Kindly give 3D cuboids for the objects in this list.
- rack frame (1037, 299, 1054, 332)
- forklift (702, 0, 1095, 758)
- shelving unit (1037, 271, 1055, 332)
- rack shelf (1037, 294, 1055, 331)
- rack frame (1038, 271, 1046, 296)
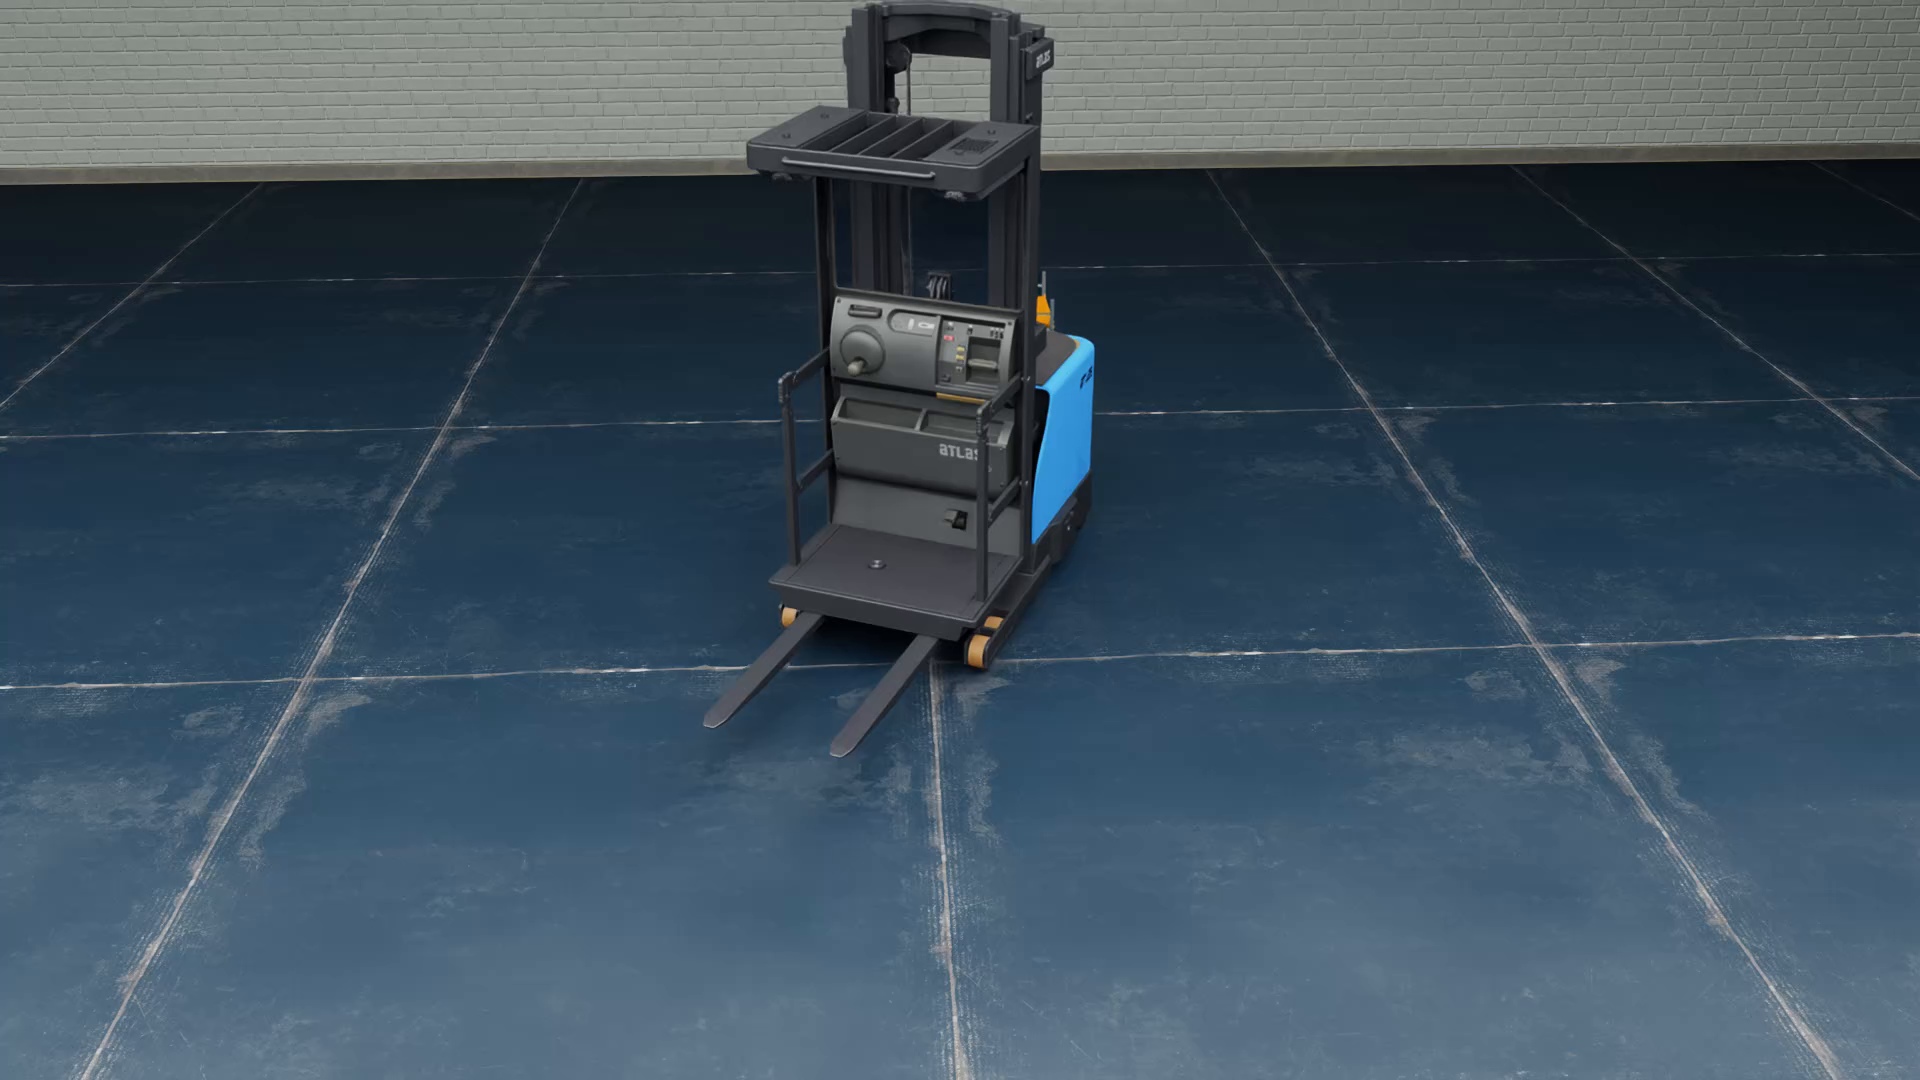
[{"bbox_3d":[0.402,-0.796,9.478,0.240,1.200,0.015,-1,28,-3],"label":"rack frame"},{"bbox_3d":[-0.261,-0.894,7.794,1.130,2.935,3.031,10,29,19],"label":"forklift"},{"bbox_3d":[0.390,-0.908,9.694,0.258,1.200,0.503,-1,28,-3],"label":"shelving unit"},{"bbox_3d":[0.390,-1.257,9.512,0.258,0.148,0.480,-1,28,-3],"label":"rack shelf"},{"bbox_3d":[0.377,-1.021,9.910,0.240,1.200,0.015,-1,28,-3],"label":"rack frame"}]
